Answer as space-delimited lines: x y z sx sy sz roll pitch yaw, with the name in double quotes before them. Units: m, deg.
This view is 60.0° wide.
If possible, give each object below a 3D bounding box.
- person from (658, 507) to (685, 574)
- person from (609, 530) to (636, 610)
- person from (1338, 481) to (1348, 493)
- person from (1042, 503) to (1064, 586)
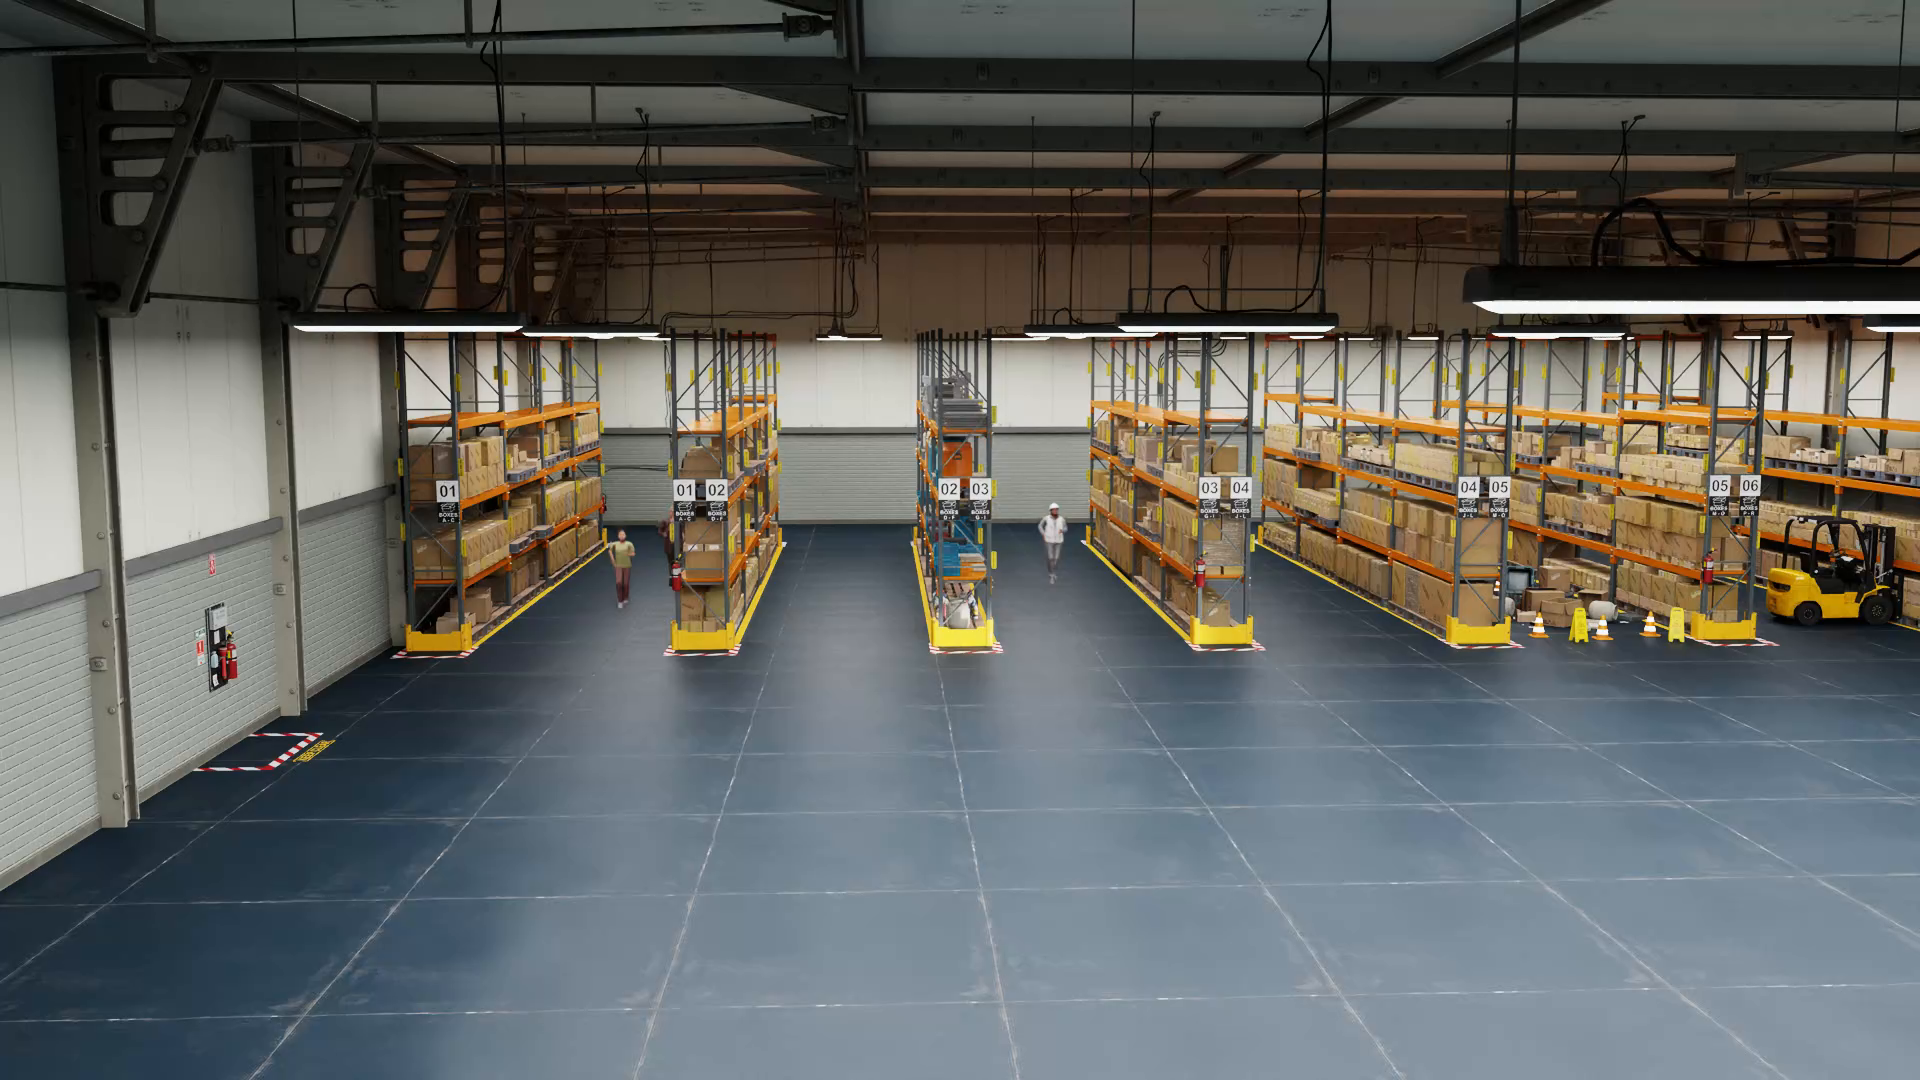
"person" -6.941 0.091 40.245 0.712 1.776 1.037 -1 7 -7
"person" -7.348 0.624 36.247 0.563 1.720 0.729 -1 7 -12
"person" 11.424 -1.026 50.100 0.878 1.724 0.661 -3 7 -24
"person" 2.122 0.086 38.082 0.502 1.864 0.680 -1 7 -10
